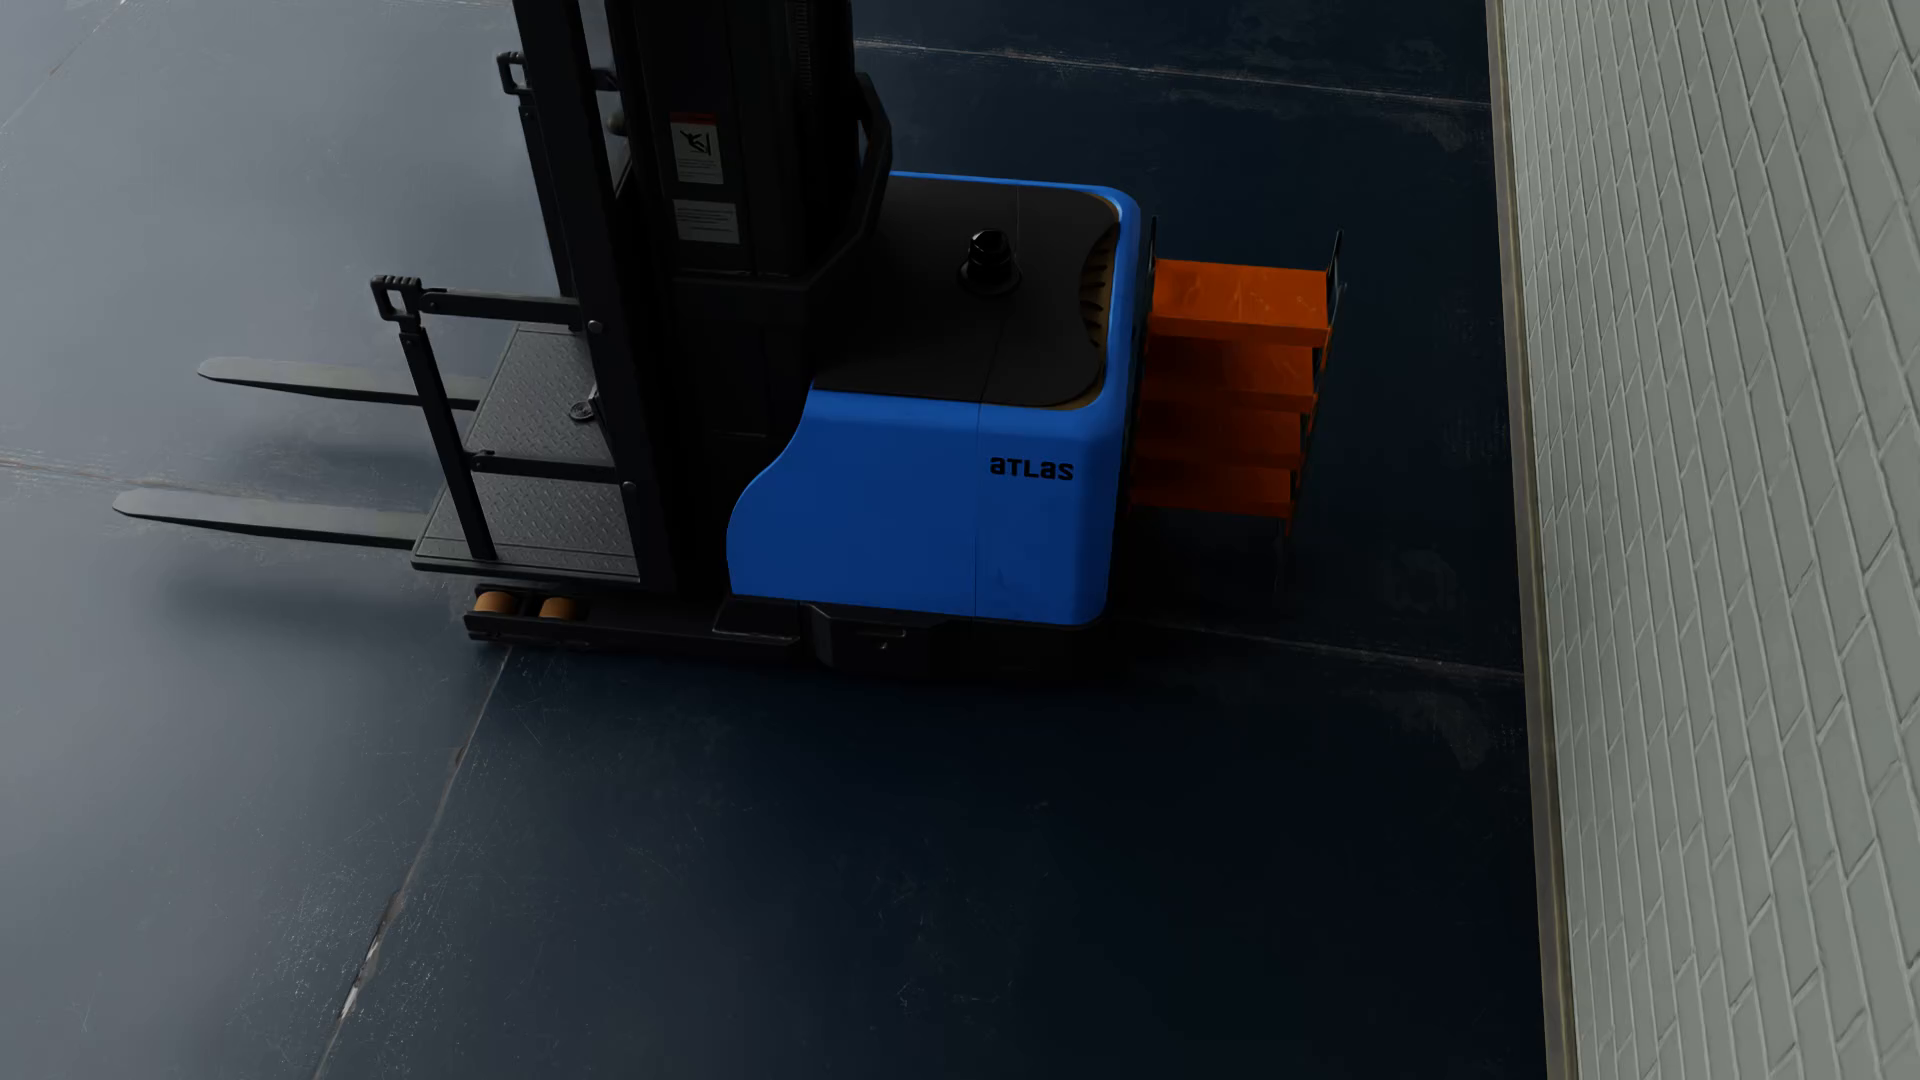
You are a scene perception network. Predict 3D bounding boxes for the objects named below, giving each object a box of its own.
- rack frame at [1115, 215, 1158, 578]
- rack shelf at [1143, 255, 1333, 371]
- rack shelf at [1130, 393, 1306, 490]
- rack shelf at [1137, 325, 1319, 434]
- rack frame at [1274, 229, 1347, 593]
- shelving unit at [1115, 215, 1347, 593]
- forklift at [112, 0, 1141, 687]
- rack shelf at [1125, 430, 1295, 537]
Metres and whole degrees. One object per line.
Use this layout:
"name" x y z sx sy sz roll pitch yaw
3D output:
"rack frame" 0.502 -0.372 4.777 0.015 1.200 0.240 5 48 5
"rack shelf" 0.745 -0.612 4.465 0.480 0.148 0.258 5 48 5
"rack shelf" 0.745 -0.305 4.808 0.480 0.148 0.258 5 48 5
"rack shelf" 0.745 -0.454 4.641 0.480 0.148 0.258 5 48 5
"rack frame" 0.987 -0.328 4.738 0.015 1.200 0.240 5 48 5
"shelving unit" 0.745 -0.350 4.758 0.503 1.200 0.258 5 48 5
"forklift" -1.031 -1.038 4.212 3.031 2.935 1.130 5 48 5
"rack shelf" 0.745 -0.172 4.955 0.480 0.148 0.258 5 48 5
